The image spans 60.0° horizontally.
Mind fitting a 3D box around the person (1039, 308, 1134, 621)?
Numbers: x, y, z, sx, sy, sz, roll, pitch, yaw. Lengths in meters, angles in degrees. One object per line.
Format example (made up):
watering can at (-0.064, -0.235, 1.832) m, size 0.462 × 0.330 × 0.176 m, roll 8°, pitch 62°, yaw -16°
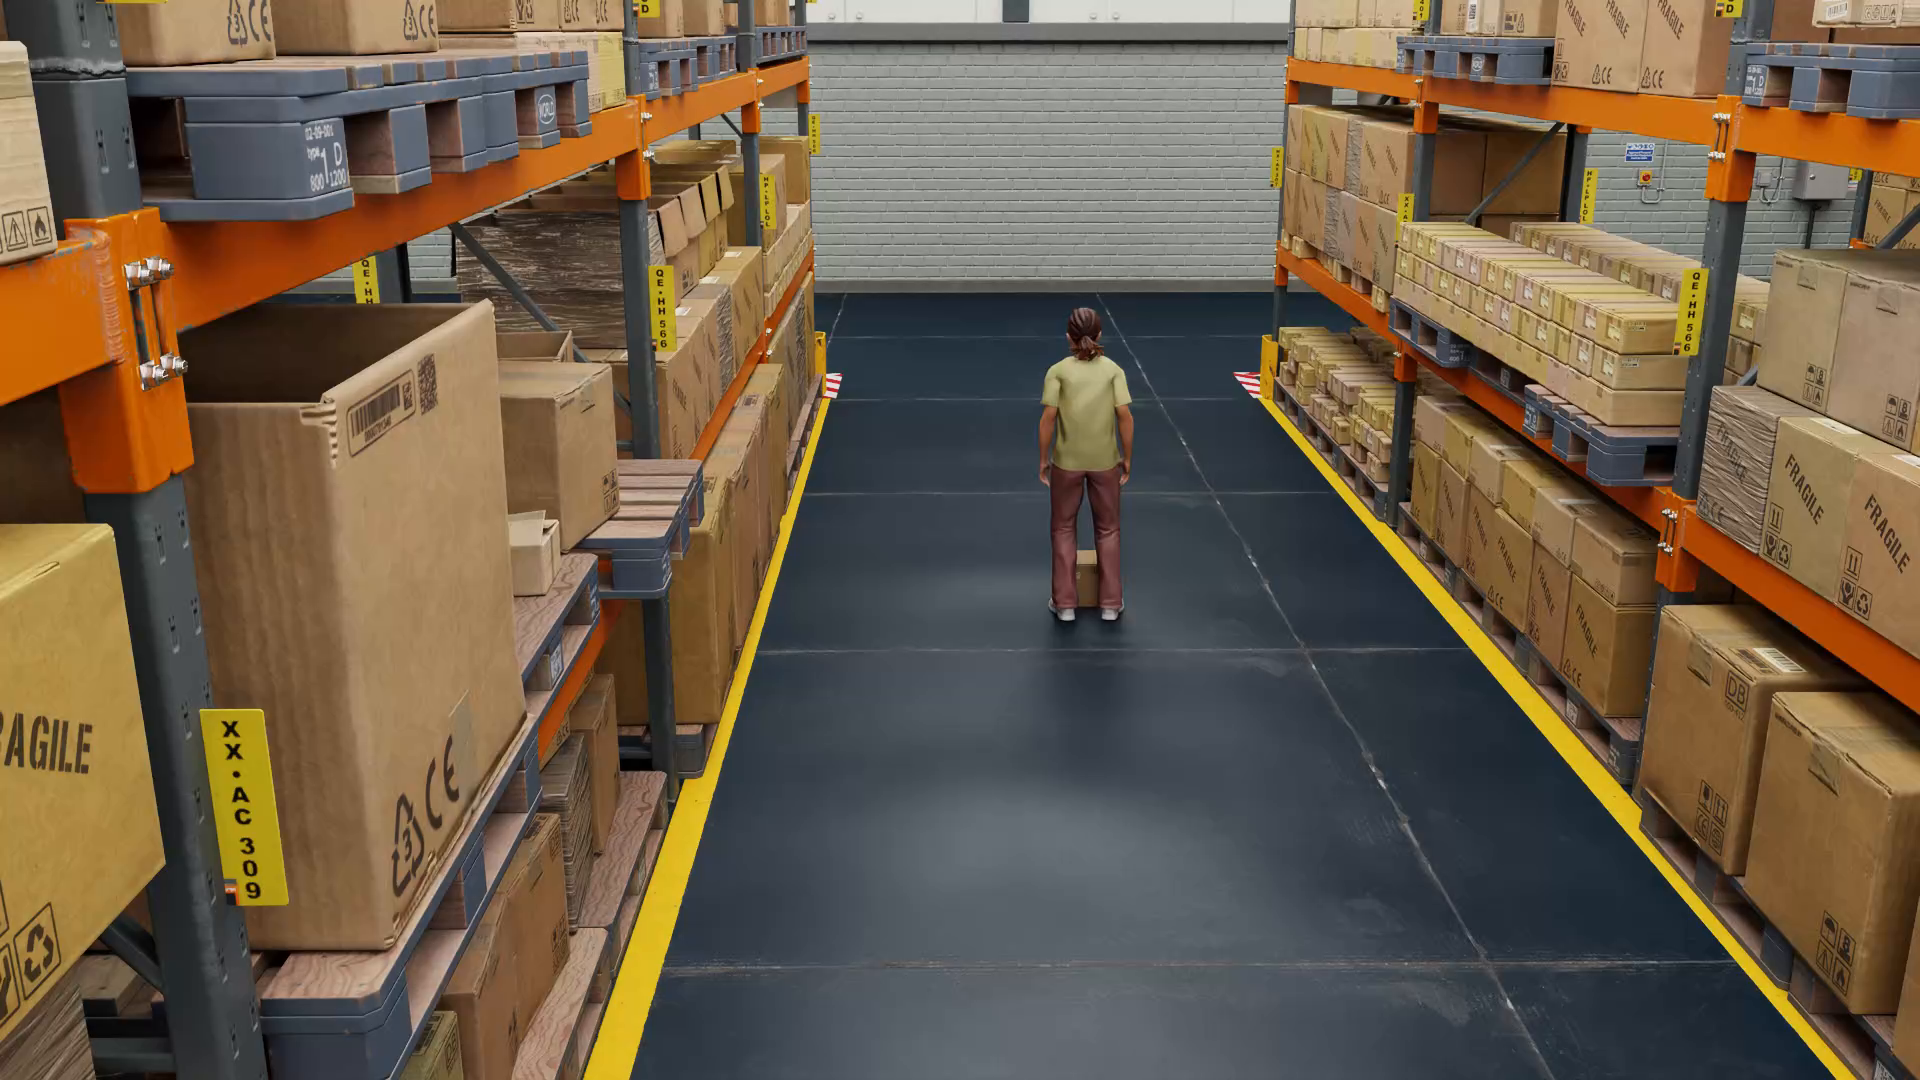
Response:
person at (0.660, -0.393, 8.816) m, size 0.499 × 1.673 × 0.354 m, roll 0°, pitch 17°, yaw -1°
